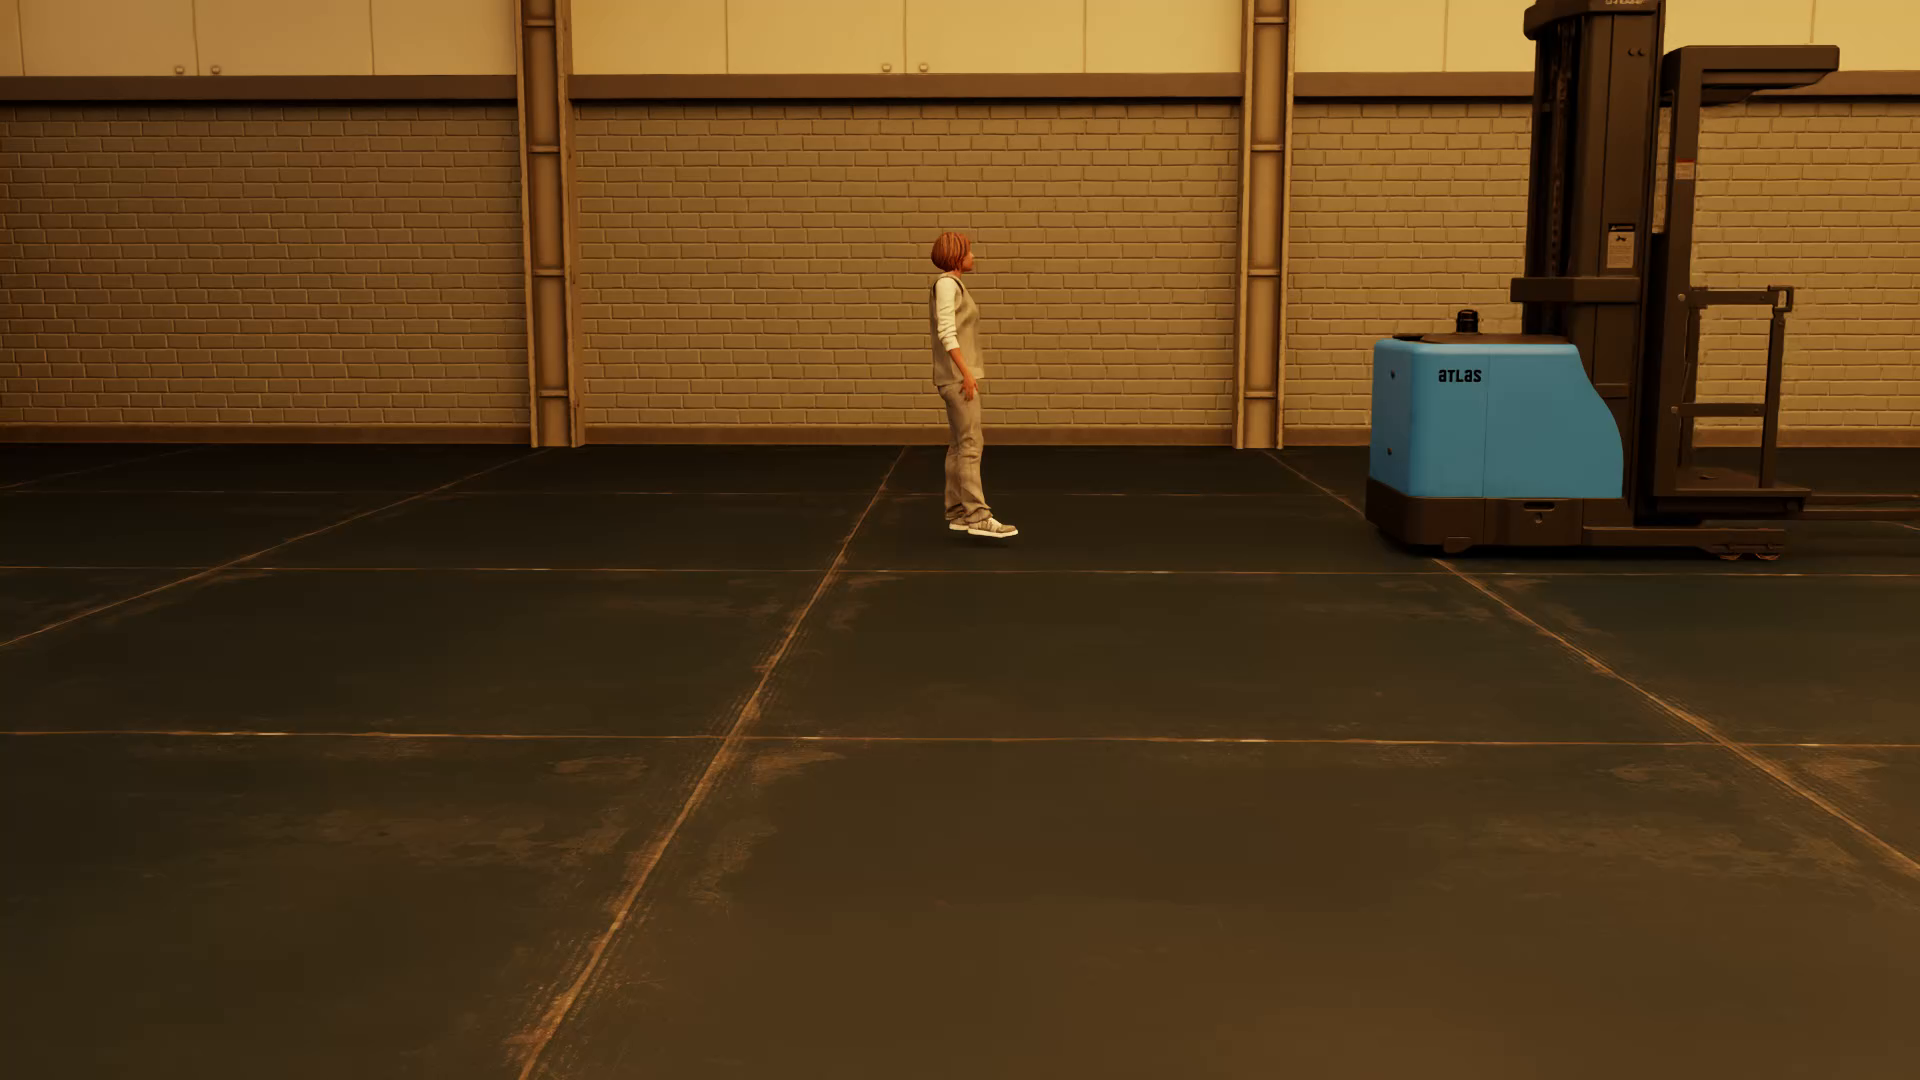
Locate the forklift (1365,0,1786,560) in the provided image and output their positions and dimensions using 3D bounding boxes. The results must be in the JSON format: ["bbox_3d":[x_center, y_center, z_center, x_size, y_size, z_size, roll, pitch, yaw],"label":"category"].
[{"bbox_3d":[3.772,-1.427,8.638,3.031,2.935,1.130,0,9,1],"label":"forklift"}]

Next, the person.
[{"bbox_3d":[0.081,-0.717,8.876,0.459,1.362,0.520,0,9,1],"label":"person"}]
